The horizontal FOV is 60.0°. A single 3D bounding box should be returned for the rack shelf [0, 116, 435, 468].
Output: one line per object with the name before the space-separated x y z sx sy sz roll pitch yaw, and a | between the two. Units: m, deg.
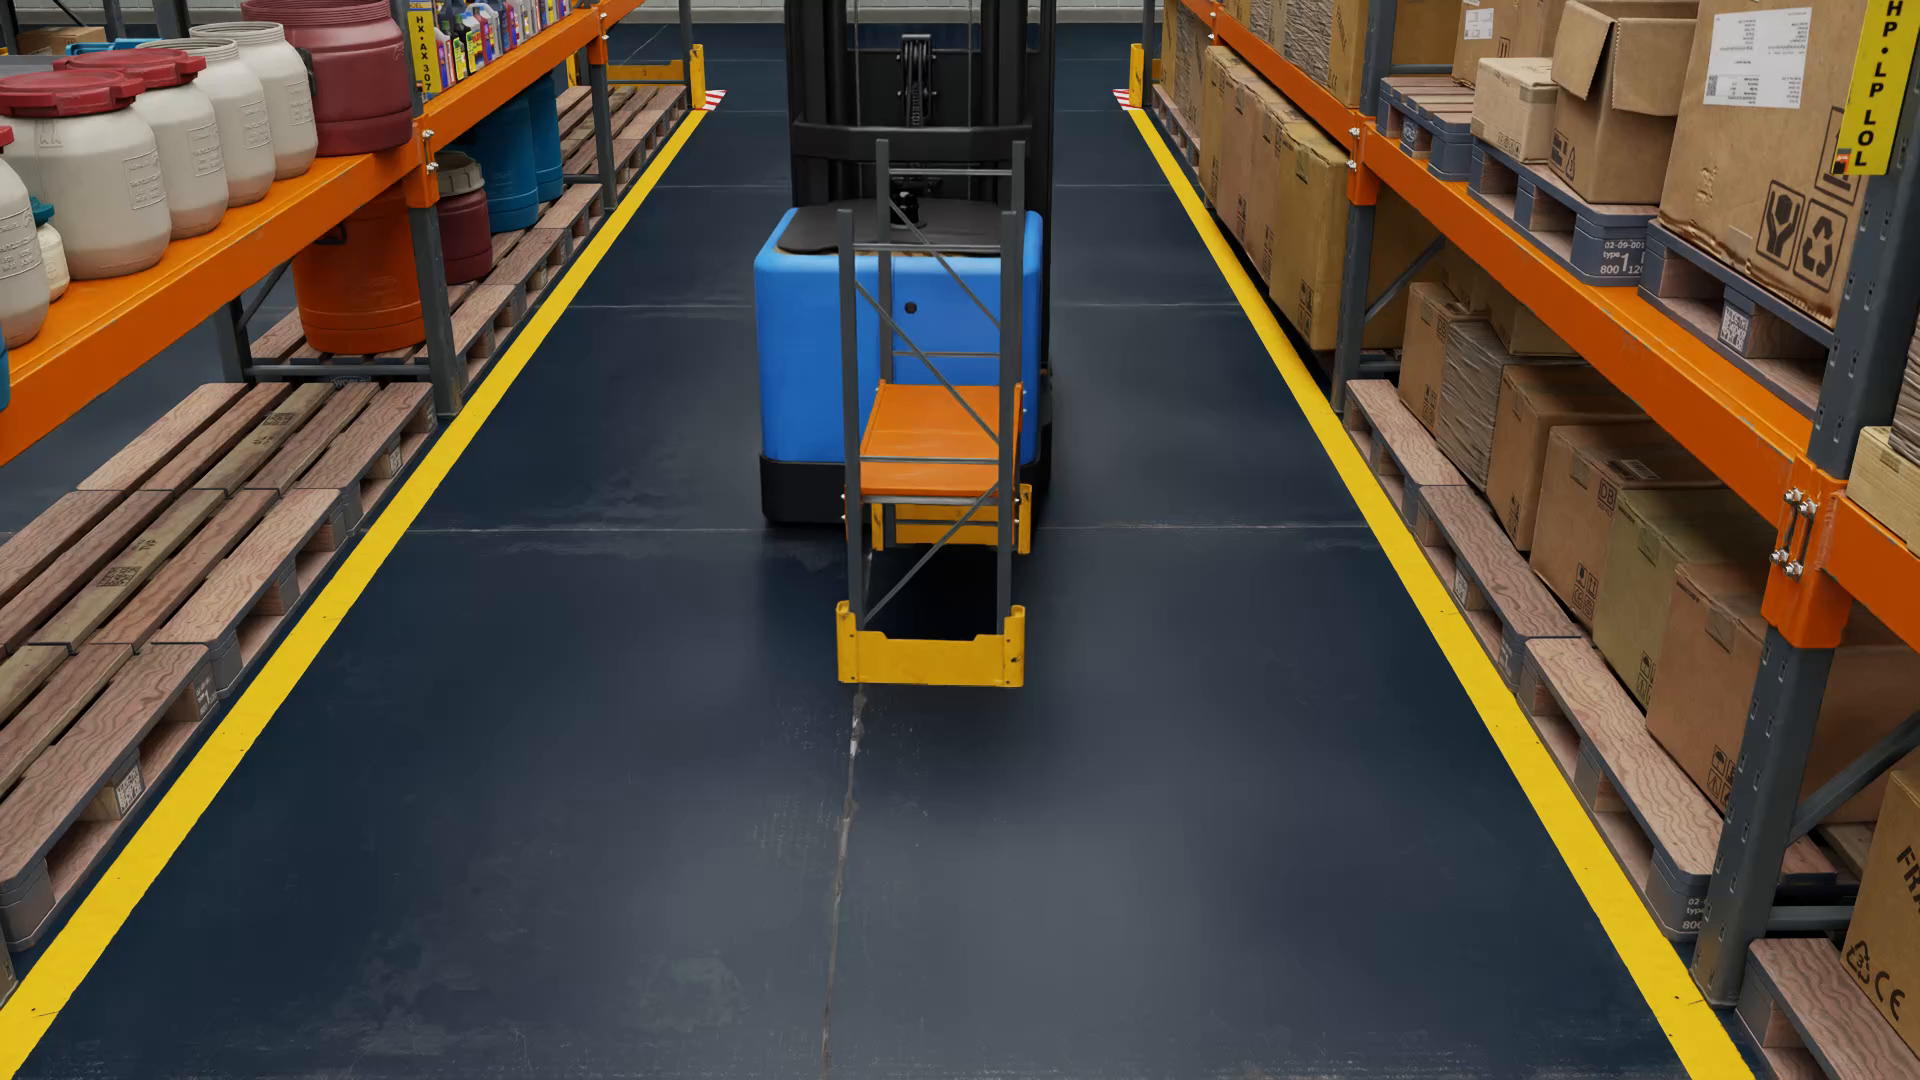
rack shelf | -2.739 -0.783 5.214 1.077 0.370 4.000 0 24 -1

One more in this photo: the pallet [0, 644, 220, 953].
pallet | -2.764 0.661 4.533 1.003 0.211 1.213 0 24 -1

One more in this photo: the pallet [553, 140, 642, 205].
pallet | -2.851 -2.615 11.776 1.003 0.211 1.213 0 24 -1

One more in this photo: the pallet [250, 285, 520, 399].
pallet | -2.811 -0.989 8.180 1.003 0.211 1.213 0 24 -1

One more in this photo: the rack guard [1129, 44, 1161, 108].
rack guard | 2.105 -4.124 14.763 1.175 0.500 0.348 0 24 -1

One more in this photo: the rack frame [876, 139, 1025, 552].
rack frame | -0.032 -0.652 5.871 0.500 1.500 0.032 1 24 3

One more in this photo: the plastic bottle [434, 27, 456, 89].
plastic bottle | -2.447 -2.249 7.732 0.152 0.276 0.135 0 24 -1

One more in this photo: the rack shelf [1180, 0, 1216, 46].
rack shelf | 2.127 -4.102 12.552 1.077 0.370 4.000 0 24 -1

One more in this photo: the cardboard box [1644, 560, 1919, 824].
cardboard box | 2.251 0.377 4.277 0.700 0.500 0.500 -2 24 -5

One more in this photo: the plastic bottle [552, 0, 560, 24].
plastic bottle | -2.473 -3.215 9.869 0.152 0.276 0.135 0 24 -1

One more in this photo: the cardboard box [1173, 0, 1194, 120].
cardboard box | 2.202 -3.838 13.166 0.875 0.875 0.875 0 24 -1

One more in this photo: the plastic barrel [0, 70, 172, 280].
plastic barrel | -2.516 -1.046 4.758 0.433 0.535 0.433 0 24 0

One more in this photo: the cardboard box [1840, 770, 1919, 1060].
cardboard box | 2.200 0.804 3.356 0.500 0.500 0.500 -1 24 -2

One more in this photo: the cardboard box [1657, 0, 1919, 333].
cardboard box | 2.367 -1.101 3.808 1.000 1.000 1.000 0 24 0

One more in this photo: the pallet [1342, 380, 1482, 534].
pallet | 2.199 -0.364 6.800 1.003 0.211 1.213 0 24 -1

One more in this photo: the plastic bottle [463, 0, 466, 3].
plastic bottle | -3.124 -3.397 10.181 0.144 0.351 0.185 0 24 -1

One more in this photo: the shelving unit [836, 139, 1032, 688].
shelving unit | -0.062 -0.446 5.417 0.587 1.500 1.083 1 24 3

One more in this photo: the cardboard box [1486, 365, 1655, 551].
cardboard box | 2.251 -0.280 5.729 0.700 0.500 0.500 2 24 4

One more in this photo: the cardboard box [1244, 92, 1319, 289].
cardboard box | 2.203 -1.832 8.729 1.225 0.875 0.875 0 24 0

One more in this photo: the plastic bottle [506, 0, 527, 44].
plastic bottle | -2.463 -2.856 9.076 0.152 0.276 0.135 0 24 -1

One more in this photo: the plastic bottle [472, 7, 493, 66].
plastic bottle | -2.409 -2.538 8.362 0.061 0.283 0.133 0 24 -1

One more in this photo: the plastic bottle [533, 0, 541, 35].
plastic bottle | -2.467 -3.007 9.409 0.152 0.276 0.135 0 24 -1

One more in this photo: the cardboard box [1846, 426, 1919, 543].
cardboard box | 1.937 -0.104 3.145 0.380 0.149 0.250 0 24 -1

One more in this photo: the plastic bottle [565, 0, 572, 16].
plastic bottle | -2.477 -3.365 10.202 0.152 0.276 0.135 0 24 -1

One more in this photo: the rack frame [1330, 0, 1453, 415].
rack frame | 2.192 -1.957 6.937 1.000 3.000 0.127 0 24 -1

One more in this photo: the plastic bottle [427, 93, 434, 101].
plastic bottle | -2.416 -2.104 7.418 0.097 0.271 0.097 0 24 0

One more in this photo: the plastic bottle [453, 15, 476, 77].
plastic bottle | -2.405 -2.402 8.064 0.061 0.283 0.133 0 24 -1

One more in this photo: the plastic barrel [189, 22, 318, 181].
plastic barrel | -2.536 -1.563 5.930 0.421 0.512 0.421 0 24 0

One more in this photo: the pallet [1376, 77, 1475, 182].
pallet | 2.306 -1.576 6.328 1.213 0.211 1.003 0 24 -1

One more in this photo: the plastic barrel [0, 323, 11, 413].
plastic barrel | -2.418 -0.675 3.495 0.600 0.901 0.708 0 24 -1

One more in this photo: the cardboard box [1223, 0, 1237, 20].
cardboard box | 1.903 -3.460 10.139 0.500 0.500 0.500 0 24 0

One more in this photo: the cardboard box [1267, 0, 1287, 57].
cardboard box | 1.926 -2.834 8.754 0.500 0.500 0.500 0 24 0

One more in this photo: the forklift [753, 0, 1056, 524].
forklift | -0.142 -1.950 7.004 1.130 2.935 3.031 1 24 3

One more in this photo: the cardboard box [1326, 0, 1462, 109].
cardboard box | 1.939 -2.205 7.363 0.500 0.500 0.500 0 24 1

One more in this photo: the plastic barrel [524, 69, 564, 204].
plastic barrel | -2.815 -2.594 10.382 0.600 0.901 0.708 0 24 -1

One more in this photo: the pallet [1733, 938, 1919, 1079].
pallet | 2.278 1.238 3.256 1.003 0.211 1.213 0 24 -1

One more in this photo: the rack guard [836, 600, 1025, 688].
rack guard | -0.092 0.328 5.222 0.587 0.250 0.087 1 24 3

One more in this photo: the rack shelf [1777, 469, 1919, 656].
rack shelf | 2.258 0.843 1.619 1.077 0.370 4.000 0 24 -1

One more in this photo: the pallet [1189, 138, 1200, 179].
pallet | 2.218 -2.648 11.850 1.003 0.211 1.213 0 24 -1

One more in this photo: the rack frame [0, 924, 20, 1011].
rack frame | -2.717 -0.286 3.243 1.000 3.000 0.127 0 24 -1

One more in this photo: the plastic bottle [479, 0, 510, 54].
plastic bottle | -2.455 -2.729 8.704 0.144 0.351 0.185 0 24 -1

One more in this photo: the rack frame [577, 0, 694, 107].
rack frame | -2.848 -5.231 14.176 1.000 3.000 0.127 0 24 -1

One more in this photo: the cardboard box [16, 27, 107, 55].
cardboard box | -7.549 -4.049 14.062 0.500 0.500 0.500 0 24 -1

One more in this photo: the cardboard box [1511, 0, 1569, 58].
cardboard box | 2.344 -1.742 5.831 0.700 0.500 0.500 3 25 7

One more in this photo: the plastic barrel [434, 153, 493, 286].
plastic barrel | -2.795 -1.694 8.773 0.600 0.588 0.708 0 24 -1
